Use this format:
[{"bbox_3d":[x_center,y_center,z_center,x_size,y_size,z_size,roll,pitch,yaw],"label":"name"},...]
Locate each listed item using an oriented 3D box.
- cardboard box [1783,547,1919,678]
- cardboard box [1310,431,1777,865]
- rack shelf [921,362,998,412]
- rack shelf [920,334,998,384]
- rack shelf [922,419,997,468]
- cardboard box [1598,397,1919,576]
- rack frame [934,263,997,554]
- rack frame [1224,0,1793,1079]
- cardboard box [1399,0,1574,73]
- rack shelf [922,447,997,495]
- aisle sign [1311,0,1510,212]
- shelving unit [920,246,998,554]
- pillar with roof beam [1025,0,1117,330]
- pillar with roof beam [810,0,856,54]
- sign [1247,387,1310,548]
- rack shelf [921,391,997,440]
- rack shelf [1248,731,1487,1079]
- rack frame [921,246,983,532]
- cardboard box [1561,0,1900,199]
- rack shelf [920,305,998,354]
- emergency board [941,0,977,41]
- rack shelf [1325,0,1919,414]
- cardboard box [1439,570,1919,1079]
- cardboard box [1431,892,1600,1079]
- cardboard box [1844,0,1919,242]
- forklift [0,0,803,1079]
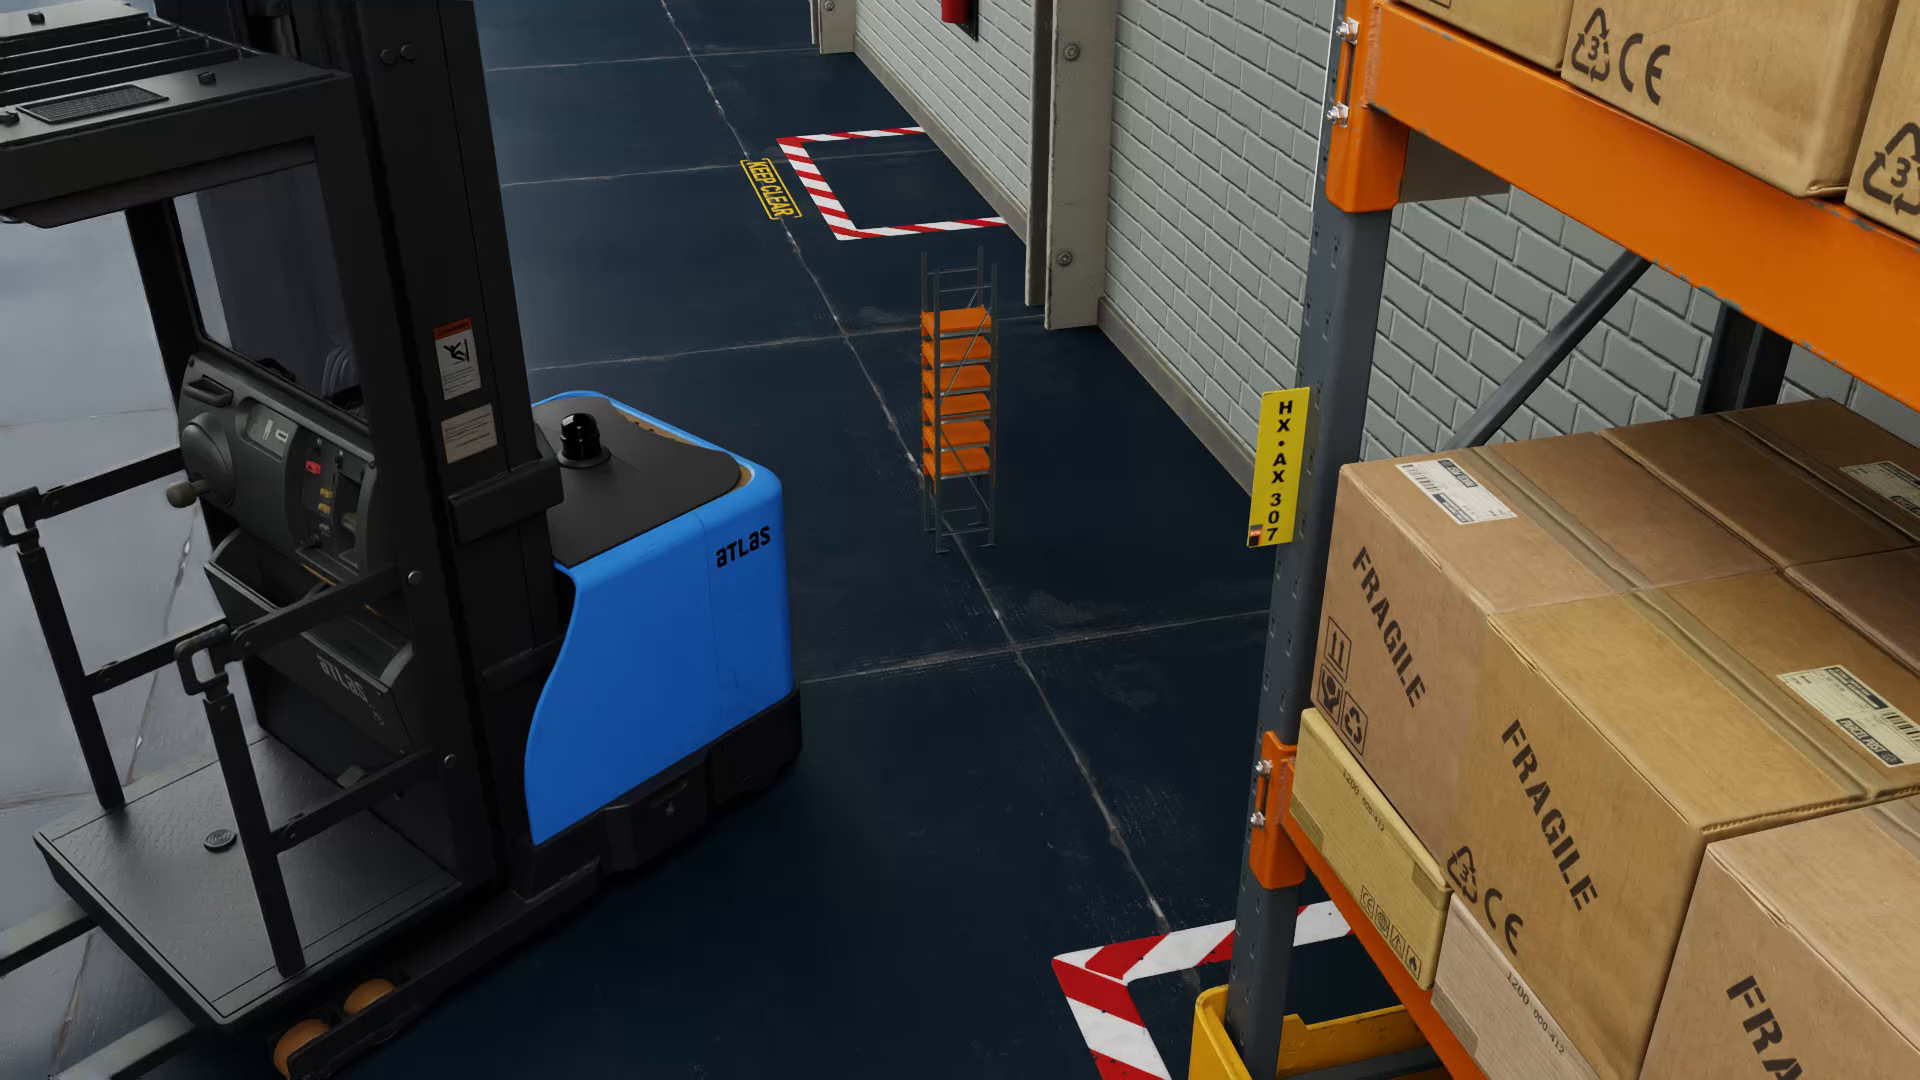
[{"bbox_3d":[1.577,0.345,2.541,0.500,0.500,0.500,-7,31,-13],"label":"cardboard box"},{"bbox_3d":[0.960,0.171,2.841,0.500,0.500,0.500,-8,31,-13],"label":"cardboard box"},{"bbox_3d":[-0.004,-0.592,6.424,0.258,0.103,0.180,-8,31,-13],"label":"rack shelf"},{"bbox_3d":[-0.004,-0.696,6.364,0.258,0.103,0.180,-8,31,-13],"label":"rack shelf"},{"bbox_3d":[-0.004,-0.384,6.544,0.258,0.103,0.180,-8,31,-13],"label":"rack shelf"},{"bbox_3d":[1.453,0.100,2.964,0.500,0.500,0.500,-8,31,-14],"label":"cardboard box"},{"bbox_3d":[0.020,-0.482,6.385,0.240,1.200,0.006,-8,31,-13],"label":"rack frame"},{"bbox_3d":[1.123,0.169,3.463,1.000,3.000,0.127,-8,31,-13],"label":"rack frame"},{"bbox_3d":[0.971,-0.986,2.345,0.500,0.500,0.500,-7,31,-12],"label":"cardboard box"},{"bbox_3d":[-0.004,-0.280,6.604,0.258,0.103,0.180,-8,31,-13],"label":"rack shelf"},{"bbox_3d":[0.815,-0.951,2.803,0.394,0.787,0.004,-8,31,-13],"label":"aisle sign"},{"bbox_3d":[-0.004,-0.526,6.461,0.258,1.200,0.189,-8,31,-13],"label":"shelving unit"},{"bbox_3d":[-3.600,-4.530,5.593,9.100,9.000,0.400,-8,31,-13],"label":"pillar with roof beam"},{"bbox_3d":[-5.193,-7.428,10.599,9.100,9.000,0.400,-8,31,-13],"label":"pillar with roof beam"},{"bbox_3d":[0.600,-0.133,3.122,0.100,0.325,0.005,-8,31,-13],"label":"sign"},{"bbox_3d":[-0.004,-0.488,6.484,0.258,0.103,0.180,-8,31,-13],"label":"rack shelf"},{"bbox_3d":[1.654,1.446,1.975,1.077,0.370,4.000,-8,31,-13],"label":"rack shelf"},{"bbox_3d":[-0.028,-0.570,6.538,0.240,1.200,0.006,-8,31,-13],"label":"rack frame"},{"bbox_3d":[1.079,-0.722,1.889,0.500,0.500,0.500,-6,31,-10],"label":"cardboard box"},{"bbox_3d":[-0.004,-0.799,6.303,0.258,0.103,0.180,-8,31,-13],"label":"rack shelf"},{"bbox_3d":[-0.069,-3.704,10.155,0.194,1.169,0.643,-8,31,-13],"label":"emergency board"},{"bbox_3d":[1.654,0.148,1.223,1.077,0.370,4.000,-8,31,-13],"label":"rack shelf"},{"bbox_3d":[1.081,0.411,2.426,0.500,0.500,0.500,-8,31,-13],"label":"cardboard box"},{"bbox_3d":[1.098,0.752,2.586,0.500,0.250,0.500,-9,31,-15],"label":"cardboard box"},{"bbox_3d":[1.220,-0.472,1.457,0.500,0.500,0.500,-6,31,-11],"label":"cardboard box"},{"bbox_3d":[-1.869,-0.143,4.071,1.130,2.935,3.031,24,38,35],"label":"forklift"}]
